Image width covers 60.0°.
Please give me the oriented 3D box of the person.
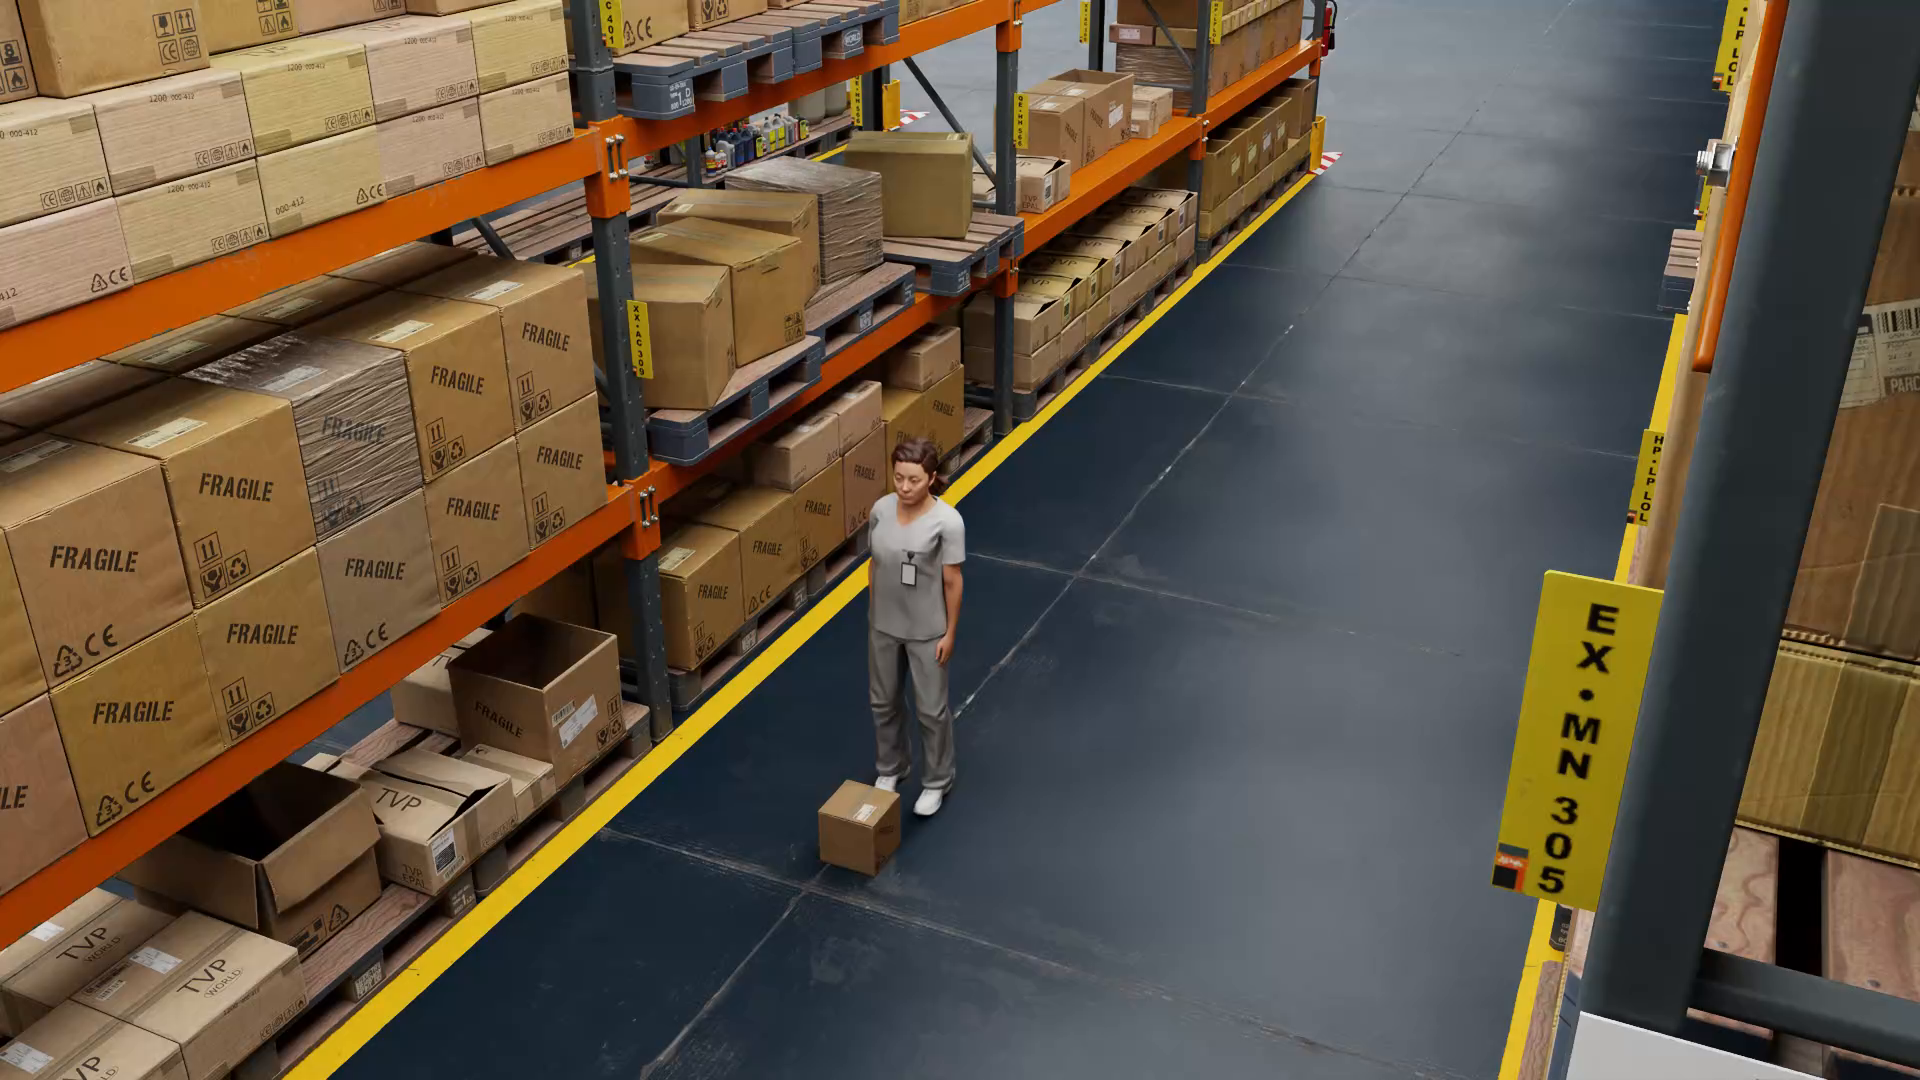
[{"bbox_3d":[-0.186,0.359,6.908,0.437,1.680,0.361,12,29,23],"label":"person"}]
